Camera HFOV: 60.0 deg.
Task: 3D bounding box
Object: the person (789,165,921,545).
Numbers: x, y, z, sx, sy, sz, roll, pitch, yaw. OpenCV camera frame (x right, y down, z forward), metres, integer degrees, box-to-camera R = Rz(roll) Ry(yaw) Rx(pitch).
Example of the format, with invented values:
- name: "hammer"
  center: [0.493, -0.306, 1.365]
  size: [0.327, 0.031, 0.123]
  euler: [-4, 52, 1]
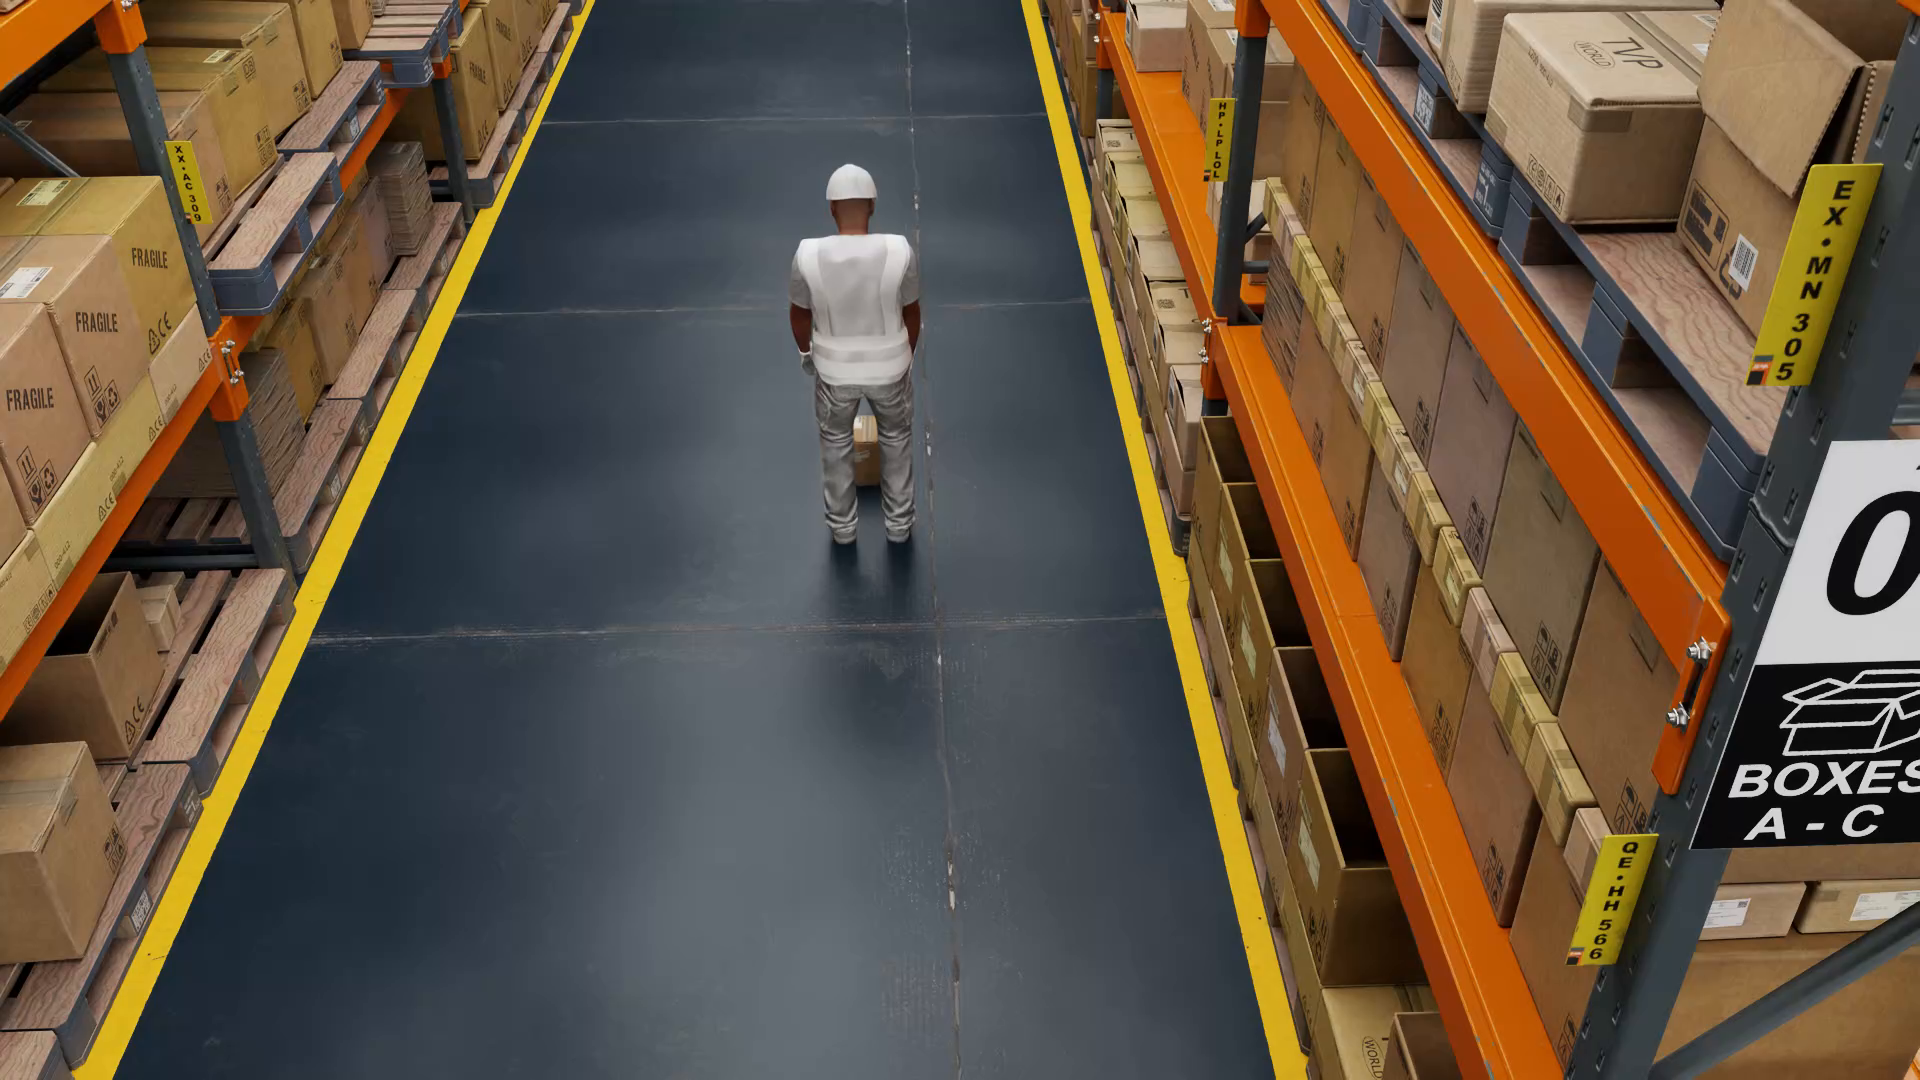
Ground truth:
- name: "person"
  center: [-0.447, -0.776, 7.266]
  size: [0.563, 1.754, 0.414]
  euler: [-1, 35, -1]
